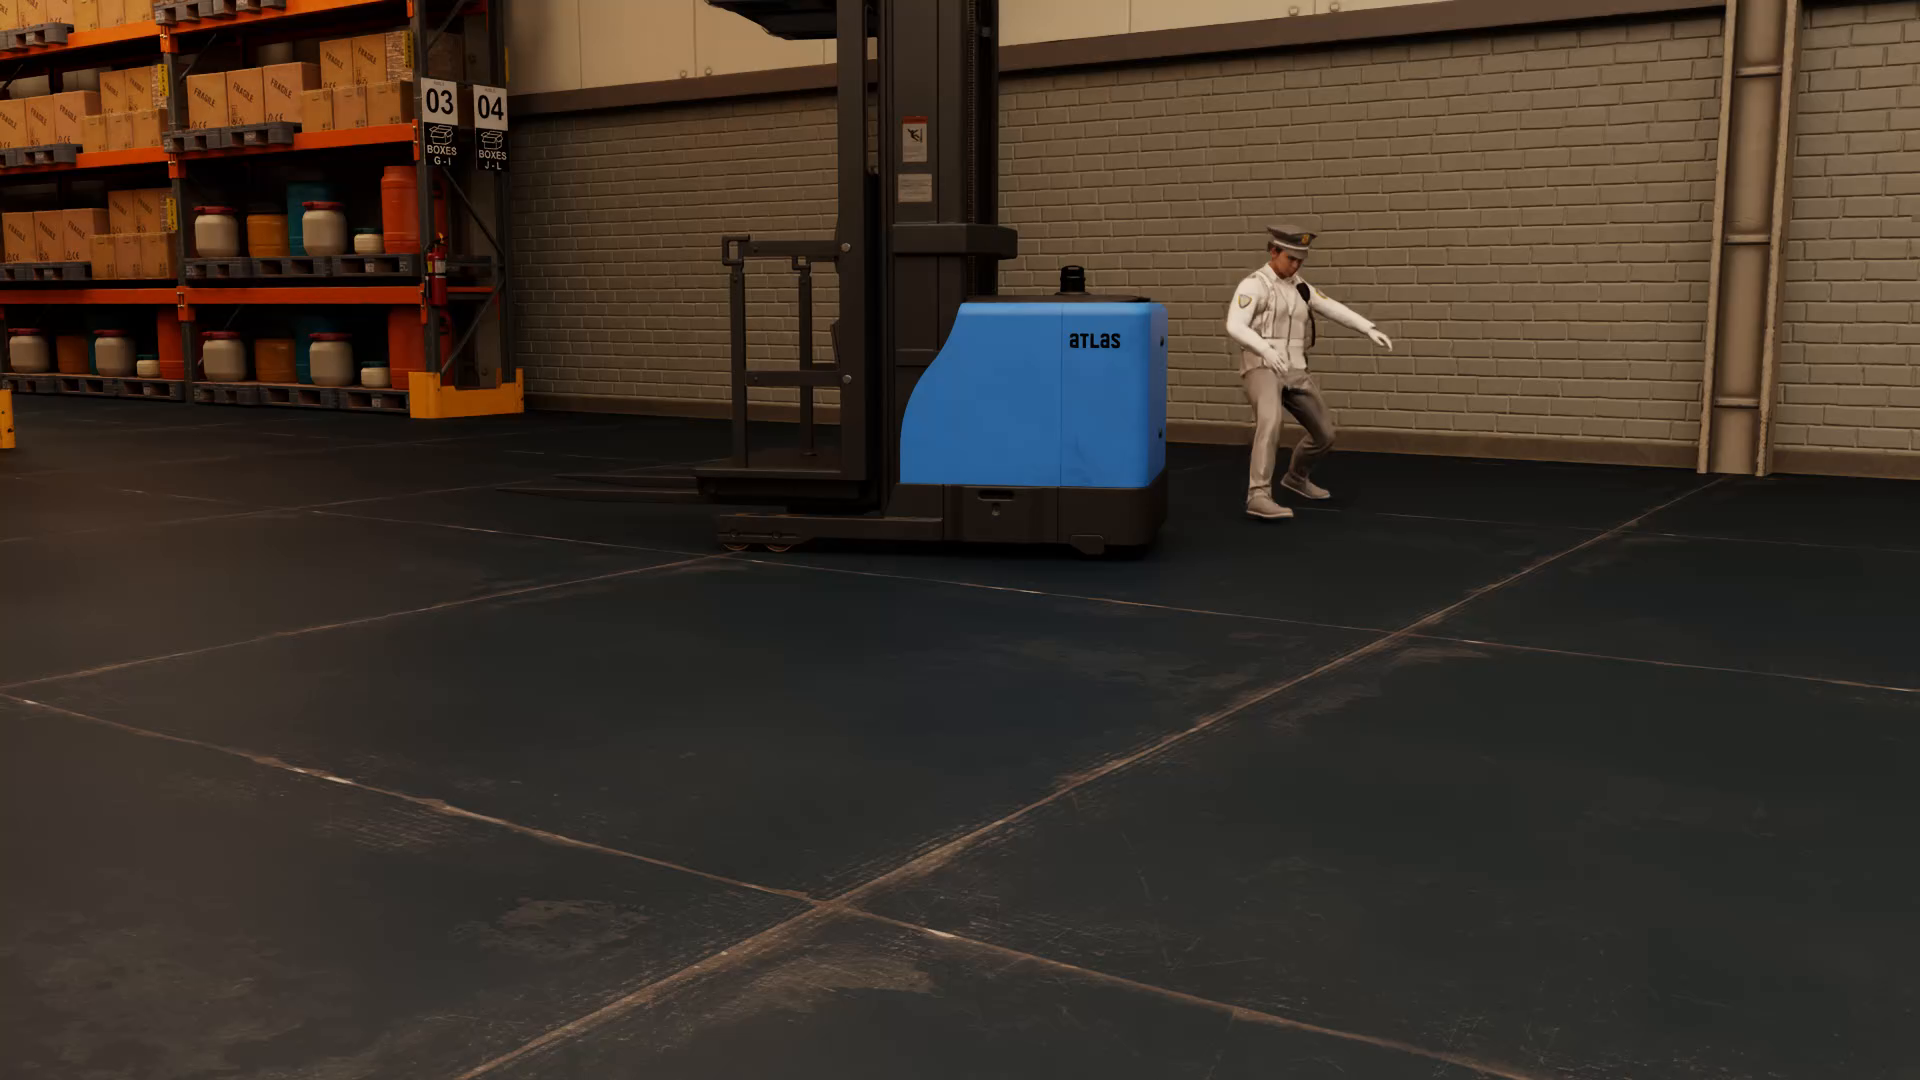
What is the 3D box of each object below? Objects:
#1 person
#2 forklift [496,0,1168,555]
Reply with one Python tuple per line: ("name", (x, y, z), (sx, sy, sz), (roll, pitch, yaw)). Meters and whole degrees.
("person", (1.759, -0.887, 8.669), (1.066, 1.496, 0.964), (-5, 9, -31))
("forklift", (-0.596, -1.469, 7.520), (3.031, 2.935, 1.130), (2, 8, 12))
